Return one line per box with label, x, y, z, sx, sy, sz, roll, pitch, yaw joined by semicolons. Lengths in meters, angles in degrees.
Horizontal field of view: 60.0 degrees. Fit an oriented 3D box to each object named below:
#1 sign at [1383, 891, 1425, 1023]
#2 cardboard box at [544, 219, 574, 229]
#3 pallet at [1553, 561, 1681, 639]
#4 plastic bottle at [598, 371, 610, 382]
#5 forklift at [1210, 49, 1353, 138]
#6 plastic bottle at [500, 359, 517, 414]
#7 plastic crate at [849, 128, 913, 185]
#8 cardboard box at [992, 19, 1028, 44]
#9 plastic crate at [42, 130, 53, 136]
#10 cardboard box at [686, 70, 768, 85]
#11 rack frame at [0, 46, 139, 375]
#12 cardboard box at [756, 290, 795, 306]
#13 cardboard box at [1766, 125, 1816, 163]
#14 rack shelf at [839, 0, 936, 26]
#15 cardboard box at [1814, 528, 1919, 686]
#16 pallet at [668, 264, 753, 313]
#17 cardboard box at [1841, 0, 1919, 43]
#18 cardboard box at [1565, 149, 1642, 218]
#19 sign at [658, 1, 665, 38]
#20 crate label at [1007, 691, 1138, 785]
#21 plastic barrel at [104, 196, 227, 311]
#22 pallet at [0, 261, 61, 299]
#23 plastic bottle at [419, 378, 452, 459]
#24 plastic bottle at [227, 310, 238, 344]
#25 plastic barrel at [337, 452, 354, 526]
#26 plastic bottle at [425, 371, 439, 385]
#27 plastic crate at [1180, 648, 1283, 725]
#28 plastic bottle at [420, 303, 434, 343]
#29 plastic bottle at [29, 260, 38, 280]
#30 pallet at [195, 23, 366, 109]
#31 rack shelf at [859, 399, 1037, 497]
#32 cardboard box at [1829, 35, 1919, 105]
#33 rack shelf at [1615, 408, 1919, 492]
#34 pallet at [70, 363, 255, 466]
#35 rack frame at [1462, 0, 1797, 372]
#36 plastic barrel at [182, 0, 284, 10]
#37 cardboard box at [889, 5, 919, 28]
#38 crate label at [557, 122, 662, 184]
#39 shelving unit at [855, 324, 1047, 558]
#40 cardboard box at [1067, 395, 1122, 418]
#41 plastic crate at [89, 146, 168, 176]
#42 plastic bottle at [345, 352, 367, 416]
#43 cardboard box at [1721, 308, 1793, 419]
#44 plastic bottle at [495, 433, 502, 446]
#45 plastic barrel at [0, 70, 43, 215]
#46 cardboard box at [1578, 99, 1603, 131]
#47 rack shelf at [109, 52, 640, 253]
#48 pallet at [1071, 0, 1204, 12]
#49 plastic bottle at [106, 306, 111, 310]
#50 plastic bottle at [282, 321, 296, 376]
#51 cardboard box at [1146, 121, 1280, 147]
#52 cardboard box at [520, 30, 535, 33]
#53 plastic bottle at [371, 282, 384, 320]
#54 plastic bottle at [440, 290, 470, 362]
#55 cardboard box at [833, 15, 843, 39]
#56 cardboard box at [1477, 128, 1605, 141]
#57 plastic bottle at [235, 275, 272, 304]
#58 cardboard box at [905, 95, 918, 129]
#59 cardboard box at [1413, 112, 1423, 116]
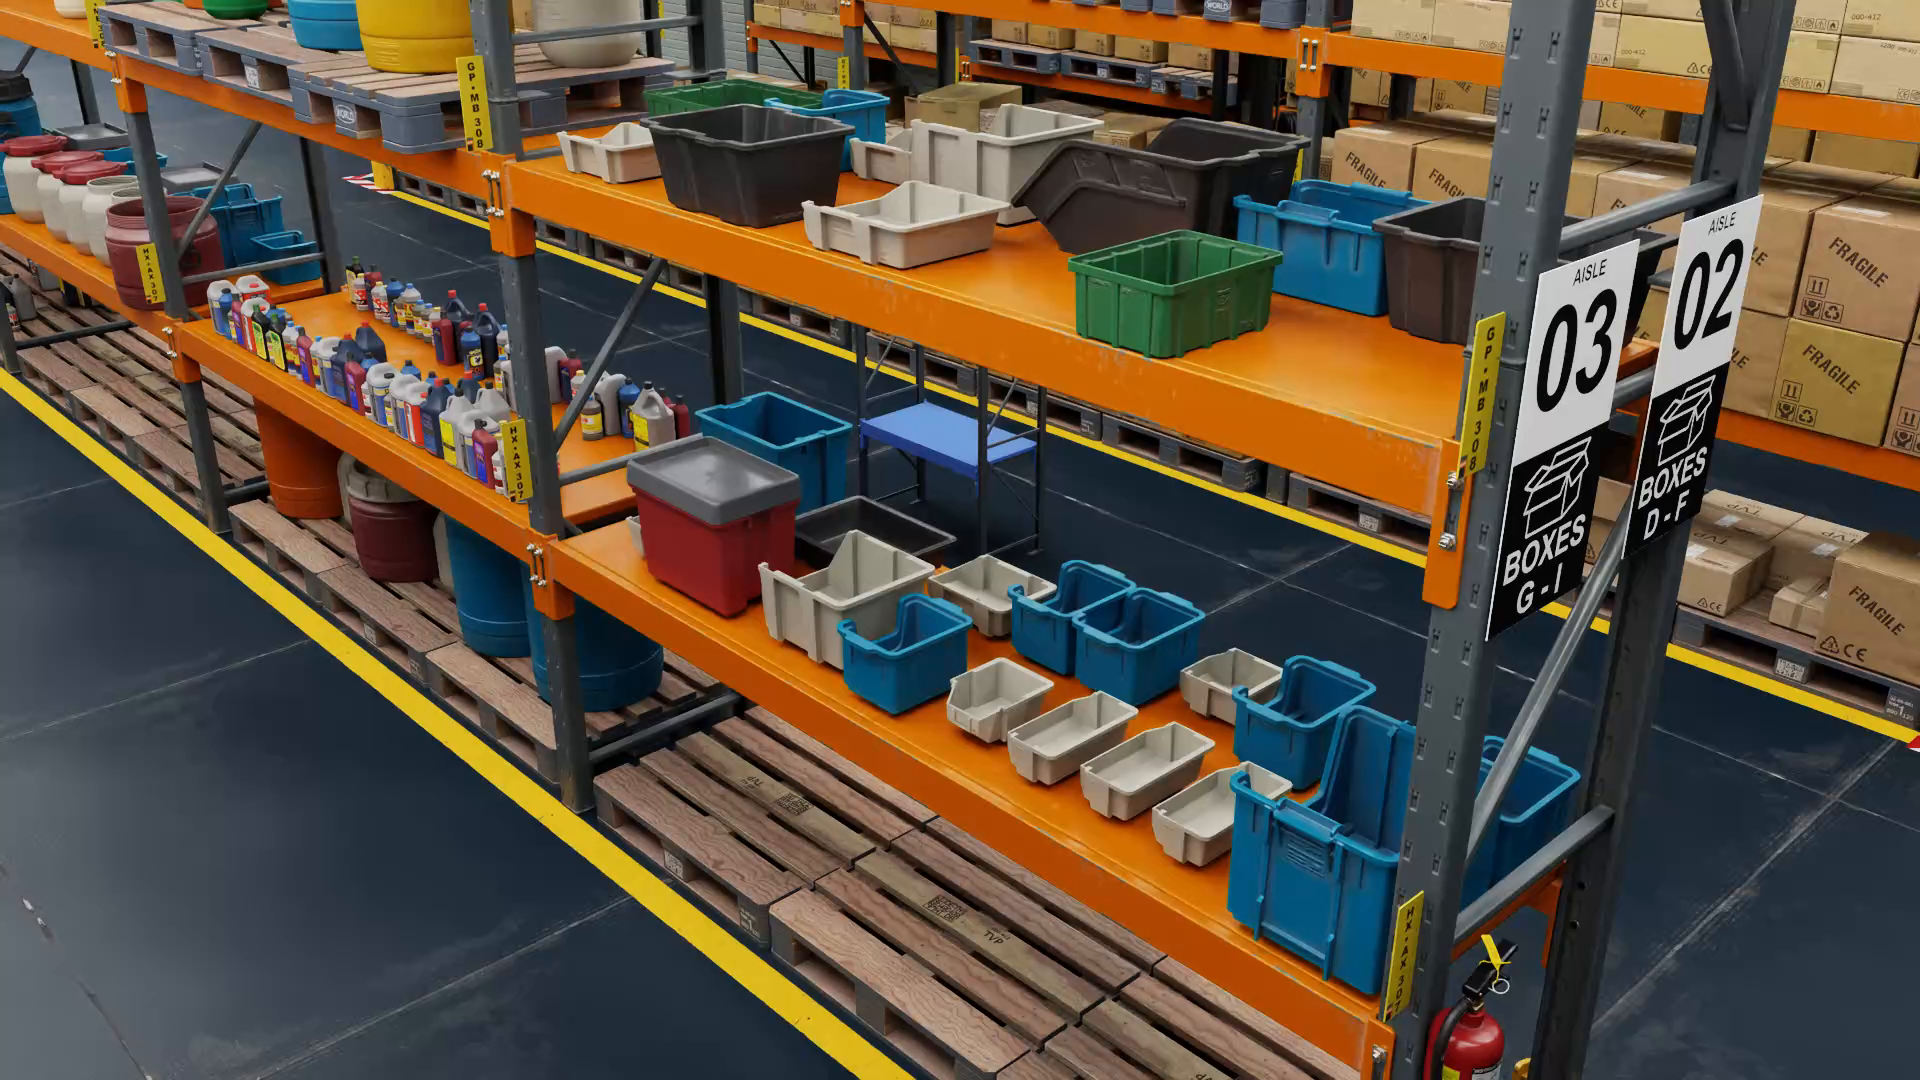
sign;1.022;0.962;3.831;0.100;0.325;0.005;-21;32;-38
cardboard box;-3.647;-3.183;15.920;0.500;0.250;0.500;-21;32;-38
pallet;3.604;0.106;9.263;1.003;0.211;1.213;-21;32;-38
plastic bottle;-1.669;-0.680;7.782;0.097;0.271;0.097;0;25;0
forklift;2.346;-3.313;13.480;1.130;2.935;3.031;-12;27;-25
plastic bottle;-2.103;-0.766;7.964;0.152;0.276;0.135;-21;32;-38
plastic crate;-0.174;-1.304;5.698;0.293;0.136;0.466;-21;32;-38
cardboard box;0.766;-5.653;17.876;0.700;0.500;0.500;-21;32;-38
plastic crate;-7.054;-2.927;12.626;0.767;0.338;0.504;-21;32;-38
cardboard box;-1.955;-3.661;14.041;0.500;0.500;0.500;-21;32;-38
rack frame;-6.789;-2.760;12.187;1.000;3.000;0.127;-21;32;-38
cardboard box;-1.329;-2.138;13.629;0.500;0.250;0.500;-22;32;-39
cardboard box;6.269;-3.115;12.602;0.980;0.700;0.700;-21;32;-38
rack shelf;-1.804;-4.596;13.463;1.077;0.370;4.000;-21;32;-38
cardboard box;4.480;0.313;7.931;0.500;0.500;0.500;-21;32;-38
pallet;-1.801;-2.314;14.568;1.003;0.211;1.213;-21;32;-38
cardboard box;4.152;-2.287;7.114;0.500;0.250;0.500;-21;32;-38
cardboard box;3.118;-1.706;8.551;0.500;0.500;0.500;-22;33;-40
sign;-2.781;-4.812;15.385;0.100;0.325;0.005;-21;32;-38
crate label;0.327;0.603;5.060;0.396;0.136;0.243;-21;32;-38
plastic barrel;-4.594;-1.665;9.622;0.600;0.536;0.708;-21;32;-38
pallet;-8.056;-2.077;14.048;1.003;0.211;1.213;-21;32;-38
plastic bottle;-2.315;-0.556;7.414;0.144;0.351;0.185;-21;32;-38
plastic bottle;-3.870;-1.163;8.924;0.097;0.201;0.097;0;25;0
plastic barrel;-3.257;-0.319;9.326;0.421;0.512;0.421;0;25;0
plastic bottle;-2.435;-0.651;7.718;0.097;0.271;0.097;0;25;0
plastic crate;0.862;0.474;5.343;0.250;0.136;0.298;-21;32;-38
plastic bottle;-2.845;-1.170;8.939;0.097;0.201;0.097;0;25;0
plastic bottle;-7.779;-2.300;14.019;0.097;0.201;0.097;0;25;0
pallet;-2.706;-2.168;7.502;1.003;0.211;1.213;-21;32;-38
rack shelf;-0.058;-0.545;9.570;0.538;0.185;1.000;-21;32;-38
cardboard box;4.154;-2.061;7.220;0.500;0.250;0.500;-21;32;-38
rack shelf;3.664;-0.807;8.773;1.077;0.370;4.000;-21;32;-38
pallet;-5.386;-0.895;11.458;1.003;0.211;1.213;-21;32;-38
rack frame;1.413;-1.854;2.972;1.000;3.000;0.127;-21;32;-38
plastic barrel;-3.669;-3.127;8.353;0.600;0.830;0.708;-21;32;-38
cardboard box;-0.452;-6.058;18.668;0.500;0.500;0.500;-21;32;-39
crate label;-1.198;-1.351;5.801;0.293;0.136;0.466;-21;32;-38
shelving unit;-0.058;-0.708;9.495;0.538;1.500;1.048;-21;32;-38
cardboard box;1.076;-1.176;11.195;0.500;0.500;0.500;-21;32;-38
plastic crate;-5.808;-2.507;11.651;0.392;0.384;0.575;-21;32;-38
plastic bottle;-2.863;-0.743;7.905;0.061;0.283;0.133;-21;32;-38
cardboard box;3.832;-0.942;8.080;0.500;0.500;0.500;-21;32;-38
plastic bottle;-1.973;-0.359;7.162;0.097;0.201;0.097;0;25;0
plastic barrel;-6.746;-2.785;11.638;0.600;0.901;0.708;-21;32;-38
cardboard box;5.055;-3.557;13.430;0.500;0.500;0.500;-21;32;-38
rack shelf;-2.688;-1.980;7.729;1.077;0.370;4.000;-21;32;-38
pallet;1.191;-3.551;10.532;1.213;0.211;1.003;-21;32;-38
plastic bottle;-6.756;-1.939;13.228;0.097;0.201;0.097;0;25;0
plastic bottle;-3.371;-0.974;8.426;0.097;0.271;0.097;0;25;0
cardboard box;1.620;-2.375;10.715;0.700;0.500;0.500;-16;29;-31
cardboard box;-3.862;-4.681;15.494;0.380;0.149;0.250;-22;33;-40
plastic bottle;-3.244;-1.347;9.327;0.097;0.201;0.097;0;25;0
plastic bottle;-2.608;-1.118;8.647;0.144;0.351;0.185;-21;32;-38
cardboard box;-1.137;-6.023;19.494;0.500;0.250;0.500;-21;32;-38
cardboard box;3.184;-2.007;9.210;0.500;0.500;0.500;-22;32;-39
plastic bottle;-3.884;-1.312;9.162;0.152;0.276;0.135;-21;32;-38
cardboard box;-0.296;-4.937;19.439;0.500;0.500;0.500;21;32;38
cardboard box;4.132;-3.706;14.539;0.380;0.149;0.250;-21;32;-38
